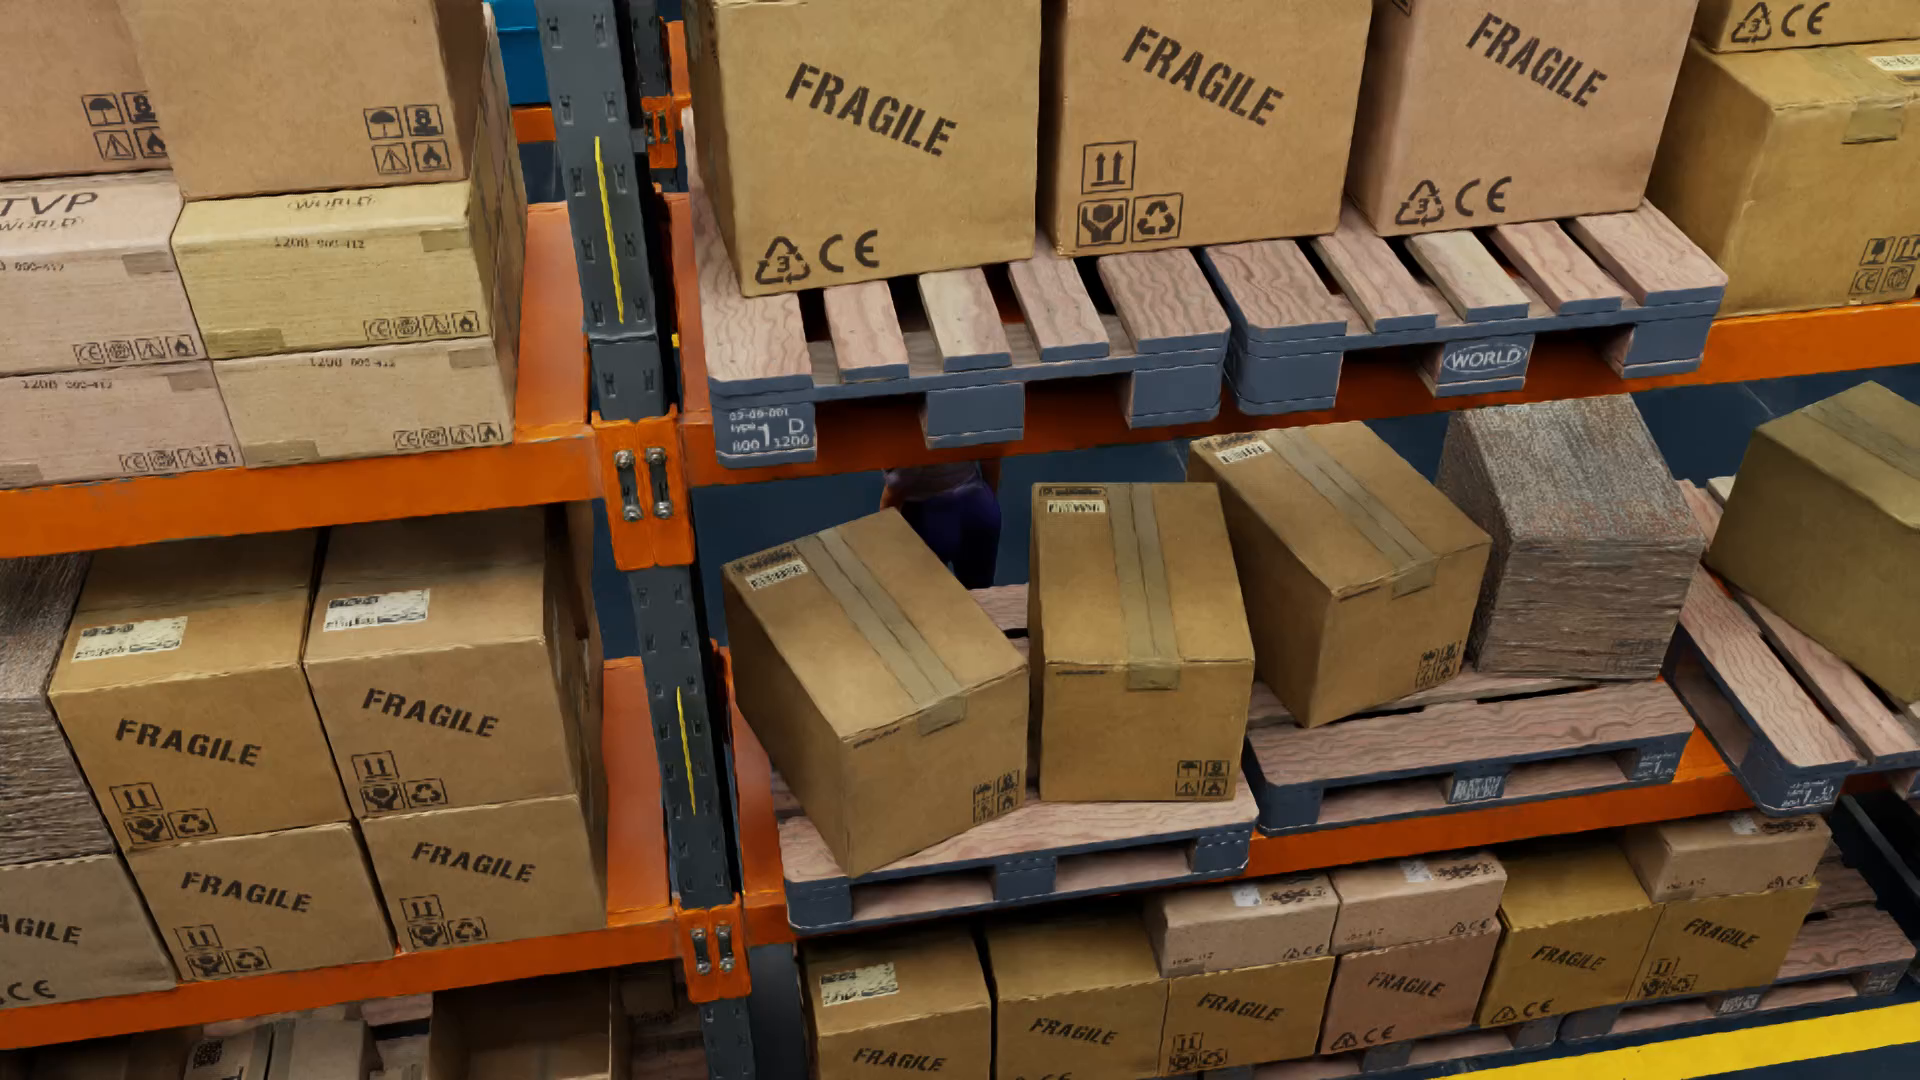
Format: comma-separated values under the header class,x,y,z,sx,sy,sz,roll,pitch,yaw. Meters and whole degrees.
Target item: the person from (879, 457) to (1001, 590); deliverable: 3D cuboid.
class,x,y,z,sx,sy,sz,roll,pitch,yaw
person,-0.053,-0.059,6.228,0.577,1.626,0.461,-23,44,-26
